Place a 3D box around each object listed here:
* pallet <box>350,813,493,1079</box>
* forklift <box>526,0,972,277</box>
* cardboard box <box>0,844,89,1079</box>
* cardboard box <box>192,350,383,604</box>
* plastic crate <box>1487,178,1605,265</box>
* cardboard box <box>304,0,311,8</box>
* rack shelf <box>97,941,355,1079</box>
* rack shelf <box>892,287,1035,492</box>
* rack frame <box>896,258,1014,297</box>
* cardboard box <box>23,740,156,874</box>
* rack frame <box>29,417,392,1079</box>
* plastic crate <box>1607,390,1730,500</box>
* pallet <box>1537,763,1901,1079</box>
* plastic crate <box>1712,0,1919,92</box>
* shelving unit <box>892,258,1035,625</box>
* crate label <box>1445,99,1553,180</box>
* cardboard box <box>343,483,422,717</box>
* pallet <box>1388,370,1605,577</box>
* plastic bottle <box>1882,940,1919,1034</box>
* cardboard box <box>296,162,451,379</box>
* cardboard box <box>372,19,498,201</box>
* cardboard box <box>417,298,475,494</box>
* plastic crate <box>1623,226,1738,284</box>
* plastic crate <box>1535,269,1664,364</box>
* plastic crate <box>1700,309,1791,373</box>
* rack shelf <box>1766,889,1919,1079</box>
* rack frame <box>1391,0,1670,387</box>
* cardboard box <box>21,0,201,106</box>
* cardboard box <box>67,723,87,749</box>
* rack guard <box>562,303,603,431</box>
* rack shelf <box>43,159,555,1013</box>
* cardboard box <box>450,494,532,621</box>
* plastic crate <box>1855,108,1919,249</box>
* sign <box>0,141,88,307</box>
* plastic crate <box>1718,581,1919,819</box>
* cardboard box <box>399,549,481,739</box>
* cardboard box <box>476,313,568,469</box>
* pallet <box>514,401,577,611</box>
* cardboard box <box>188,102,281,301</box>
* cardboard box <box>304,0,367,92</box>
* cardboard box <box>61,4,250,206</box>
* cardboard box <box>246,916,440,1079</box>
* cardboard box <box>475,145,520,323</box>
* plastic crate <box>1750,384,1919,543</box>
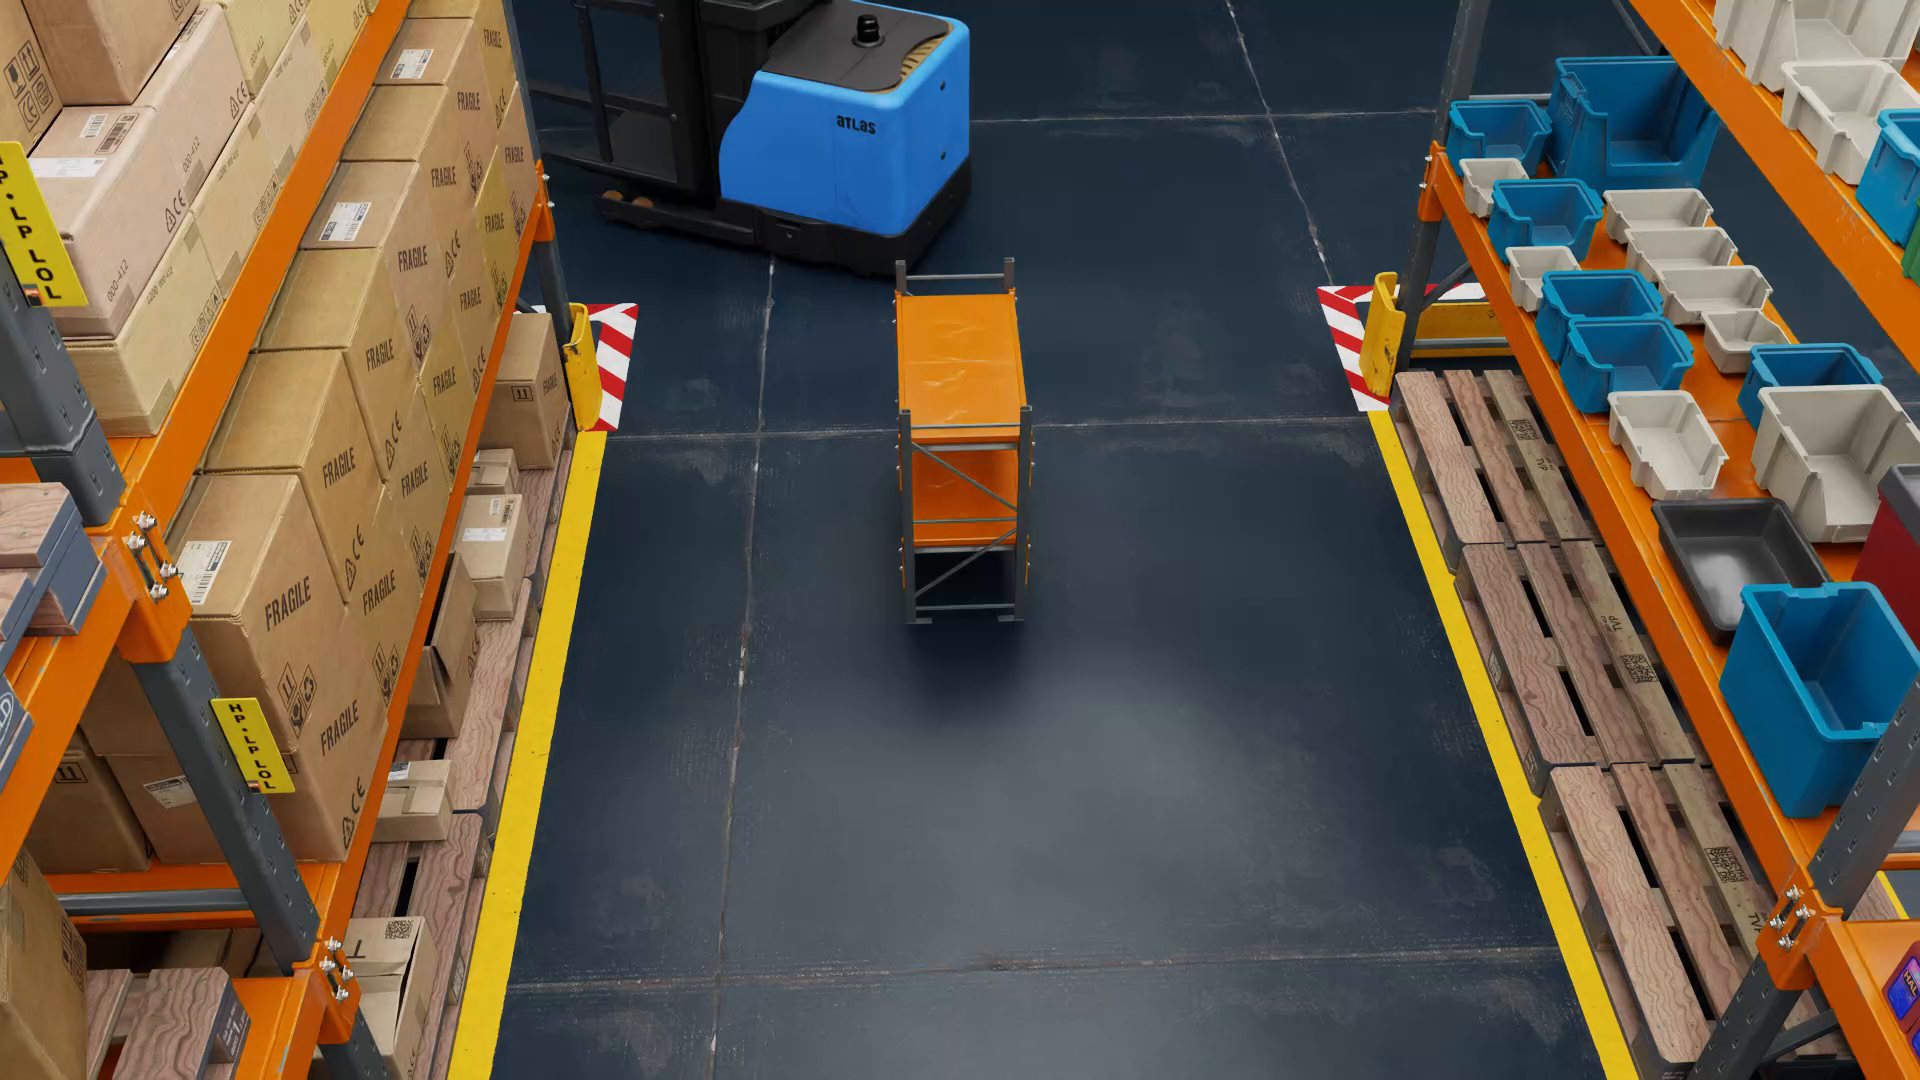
[{"bbox_3d":[-2.198,1.483,5.625,1.003,0.211,1.213,-2,43,-2],"label":"pallet"},{"bbox_3d":[-1.499,-3.134,8.650,3.031,2.935,1.130,16,45,17],"label":"forklift"},{"bbox_3d":[-2.373,1.054,3.646,0.700,0.500,0.500,-15,45,-16],"label":"cardboard box"},{"bbox_3d":[-1.931,-0.161,4.541,0.500,0.500,0.500,-3,43,-3],"label":"cardboard box"},{"bbox_3d":[2.319,-1.261,6.635,0.416,0.233,0.300,-2,43,-2],"label":"plastic crate"},{"bbox_3d":[-1.997,-1.664,4.516,0.500,0.250,0.500,-2,43,-2],"label":"cardboard box"},{"bbox_3d":[-2.085,2.534,2.947,1.077,0.370,4.000,-2,43,-2],"label":"rack shelf"},{"bbox_3d":[0.000,-0.635,6.827,0.538,0.278,1.000,-2,43,-2],"label":"rack shelf"},{"bbox_3d":[-0.022,-0.762,7.399,0.500,1.125,0.032,-2,43,-2],"label":"rack frame"},{"bbox_3d":[-2.448,0.552,4.503,0.500,0.500,0.500,-1,43,-1],"label":"cardboard box"},{"bbox_3d":[-2.170,0.919,4.177,1.000,3.000,0.127,-2,43,-2],"label":"rack frame"},{"bbox_3d":[2.405,-0.312,5.671,0.293,0.136,0.466,-2,43,-2],"label":"plastic crate"},{"bbox_3d":[2.709,1.312,5.812,1.003,0.211,1.213,-2,43,-2],"label":"pallet"},{"bbox_3d":[2.395,-1.478,4.660,0.437,0.282,0.530,-2,43,-2],"label":"plastic crate"},{"bbox_3d":[0.000,-0.419,7.025,0.538,1.125,1.048,-2,43,-2],"label":"shelving unit"},{"bbox_3d":[2.291,-1.705,7.120,0.416,0.233,0.303,-2,43,-2],"label":"crate label"},{"bbox_3d":[-1.944,0.185,4.904,0.500,0.500,0.500,-1,43,-1],"label":"cardboard box"},{"bbox_3d":[2.605,-0.335,7.609,1.003,0.211,1.213,-2,43,-2],"label":"pallet"},{"bbox_3d":[2.368,1.082,4.085,0.061,0.283,0.133,-2,43,-2],"label":"plastic bottle"},{"bbox_3d":[-1.976,-0.857,5.300,0.500,0.500,0.500,0,43,0],"label":"cardboard box"},{"bbox_3d":[-2.024,-1.553,6.060,0.500,0.500,0.500,-1,43,-1],"label":"cardboard box"},{"bbox_3d":[-1.987,-0.496,5.647,0.500,0.500,0.500,-2,43,-2],"label":"cardboard box"},{"bbox_3d":[2.822,-1.104,6.535,0.396,0.136,0.243,-2,43,-2],"label":"plastic crate"},{"bbox_3d":[2.347,-0.816,6.150,0.416,0.233,0.300,-2,43,-2],"label":"plastic crate"},{"bbox_3d":[2.890,-0.718,6.114,0.298,0.136,0.250,-2,43,-2],"label":"plastic crate"},{"bbox_3d":[2.864,2.395,3.099,1.077,0.370,4.000,-2,43,-2],"label":"rack shelf"},{"bbox_3d":[2.609,-1.921,7.275,1.000,3.000,0.127,-2,43,-2],"label":"rack frame"},{"bbox_3d":[-2.108,-1.261,3.522,0.700,0.500,0.500,-2,43,-2],"label":"cardboard box"},{"bbox_3d":[-2.450,0.180,4.170,0.500,0.500,0.500,-1,43,-2],"label":"cardboard box"},{"bbox_3d":[-2.337,-0.809,7.912,1.175,0.500,0.348,-2,43,-2],"label":"rack guard"},{"bbox_3d":[-2.255,-0.166,5.893,1.077,0.370,4.000,-2,43,-2],"label":"rack shelf"},{"bbox_3d":[-2.060,0.072,6.810,0.500,0.250,0.500,-2,43,-2],"label":"cardboard box"},{"bbox_3d":[2.421,-0.870,4.033,0.416,0.233,0.300,-2,43,-2],"label":"plastic crate"},{"bbox_3d":[-1.616,-0.541,2.876,0.100,0.325,0.005,-2,43,-2],"label":"sign"},{"bbox_3d":[2.418,0.458,4.648,0.392,0.384,0.575,-2,43,-2],"label":"plastic crate"},{"bbox_3d":[-2.255,0.409,6.256,0.797,0.503,0.637,-2,43,-2],"label":"cardboard box"},{"bbox_3d":[-2.071,-0.662,7.426,0.500,0.500,0.500,-2,43,-2],"label":"cardboard box"},{"bbox_3d":[-2.302,-0.164,7.422,1.003,0.211,1.213,-2,43,-2],"label":"pallet"},{"bbox_3d":[-1.961,-0.804,3.948,0.500,0.250,0.500,-2,43,-2],"label":"cardboard box"},{"bbox_3d":[-2.005,-1.479,4.685,0.500,0.250,0.500,-2,43,-2],"label":"cardboard box"},{"bbox_3d":[-1.966,-0.989,3.779,0.500,0.250,0.500,-2,43,-2],"label":"cardboard box"},{"bbox_3d":[-1.972,1.458,5.253,0.500,0.311,0.500,-2,43,-2],"label":"cardboard box"},{"bbox_3d":[-2.023,-1.173,6.386,0.500,0.500,0.500,-1,43,-1],"label":"cardboard box"},{"bbox_3d":[2.898,-0.235,5.480,0.437,0.282,0.530,-2,43,-2],"label":"plastic crate"}]
